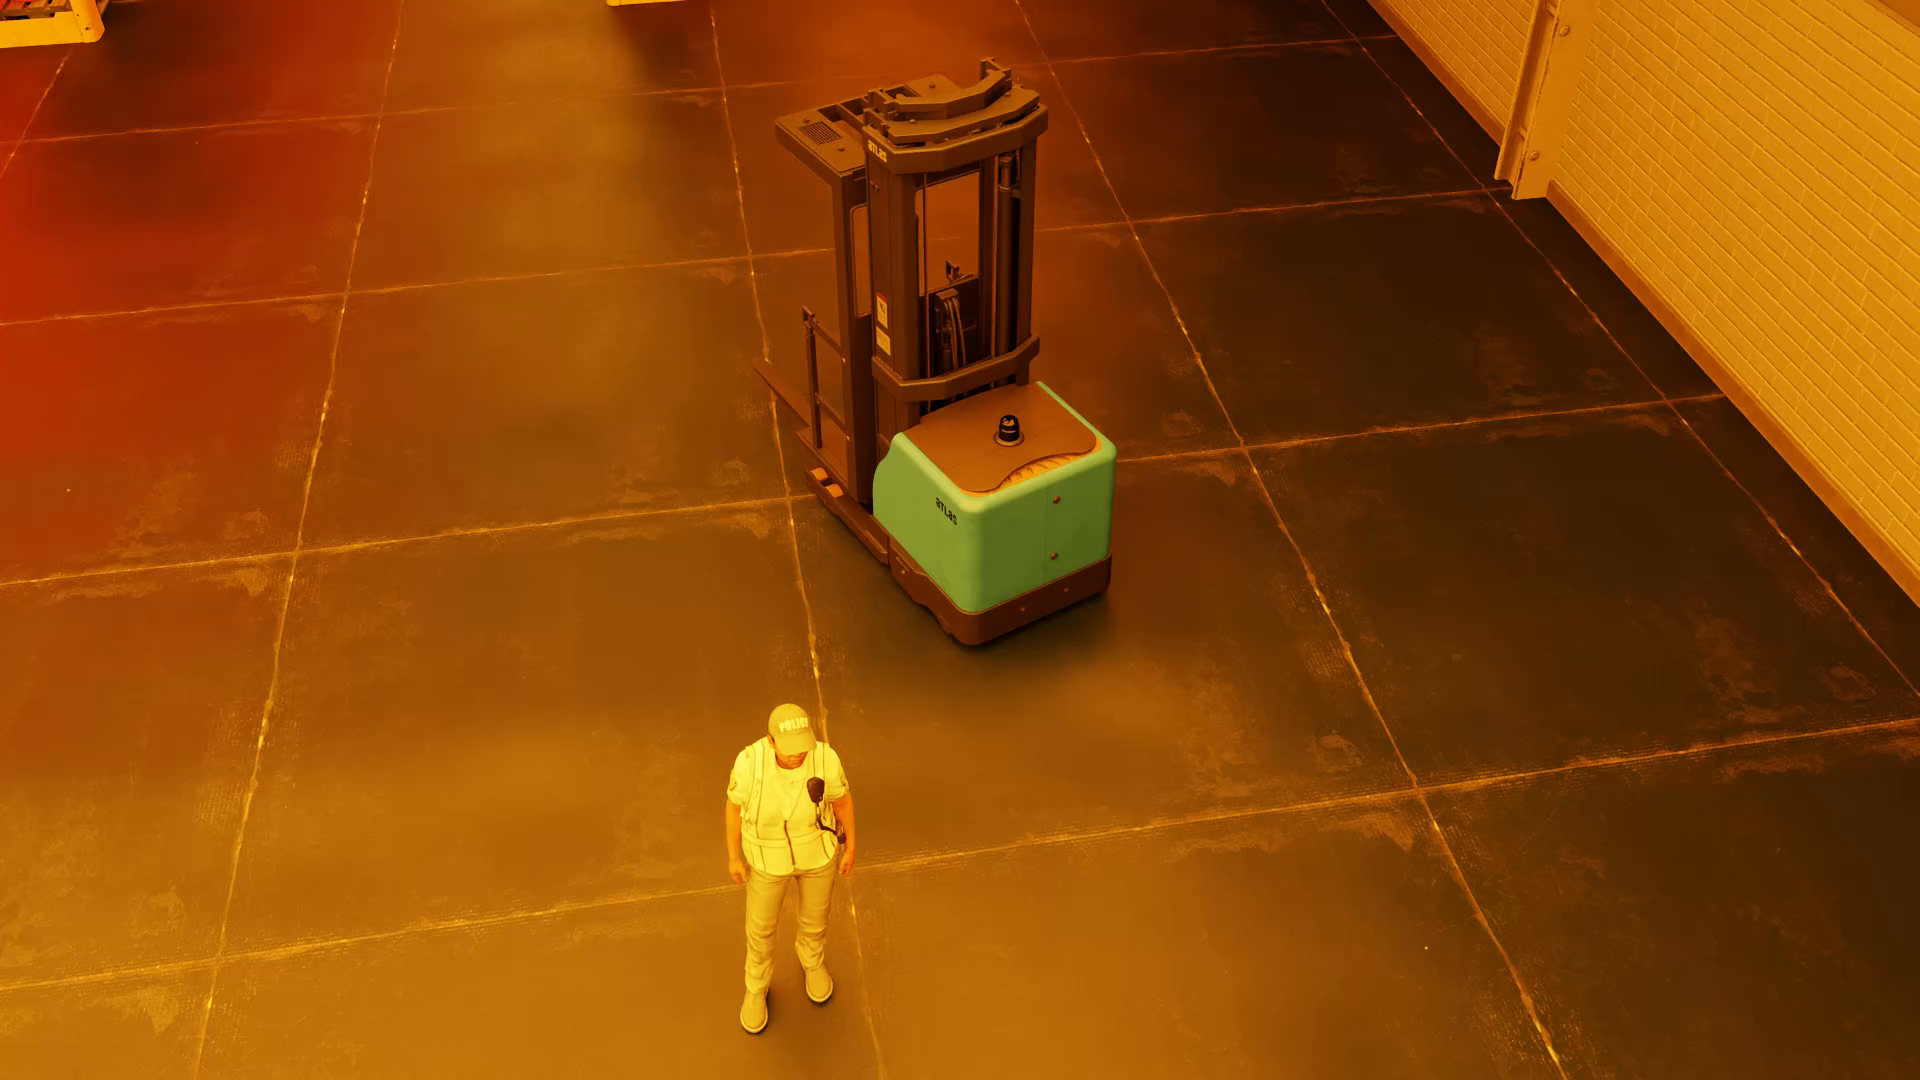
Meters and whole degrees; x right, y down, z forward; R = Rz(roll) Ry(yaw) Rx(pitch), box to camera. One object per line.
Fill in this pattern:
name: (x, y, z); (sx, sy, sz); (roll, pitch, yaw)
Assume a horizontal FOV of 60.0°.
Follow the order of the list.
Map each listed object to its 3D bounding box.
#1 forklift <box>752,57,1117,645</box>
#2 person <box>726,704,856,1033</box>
forklift: (-0.325, -1.450, 9.663); (1.130, 2.935, 3.031); (-22, 45, -24)
person: (-0.741, 1.418, 7.255); (0.598, 1.670, 0.529); (-6, 41, -8)
